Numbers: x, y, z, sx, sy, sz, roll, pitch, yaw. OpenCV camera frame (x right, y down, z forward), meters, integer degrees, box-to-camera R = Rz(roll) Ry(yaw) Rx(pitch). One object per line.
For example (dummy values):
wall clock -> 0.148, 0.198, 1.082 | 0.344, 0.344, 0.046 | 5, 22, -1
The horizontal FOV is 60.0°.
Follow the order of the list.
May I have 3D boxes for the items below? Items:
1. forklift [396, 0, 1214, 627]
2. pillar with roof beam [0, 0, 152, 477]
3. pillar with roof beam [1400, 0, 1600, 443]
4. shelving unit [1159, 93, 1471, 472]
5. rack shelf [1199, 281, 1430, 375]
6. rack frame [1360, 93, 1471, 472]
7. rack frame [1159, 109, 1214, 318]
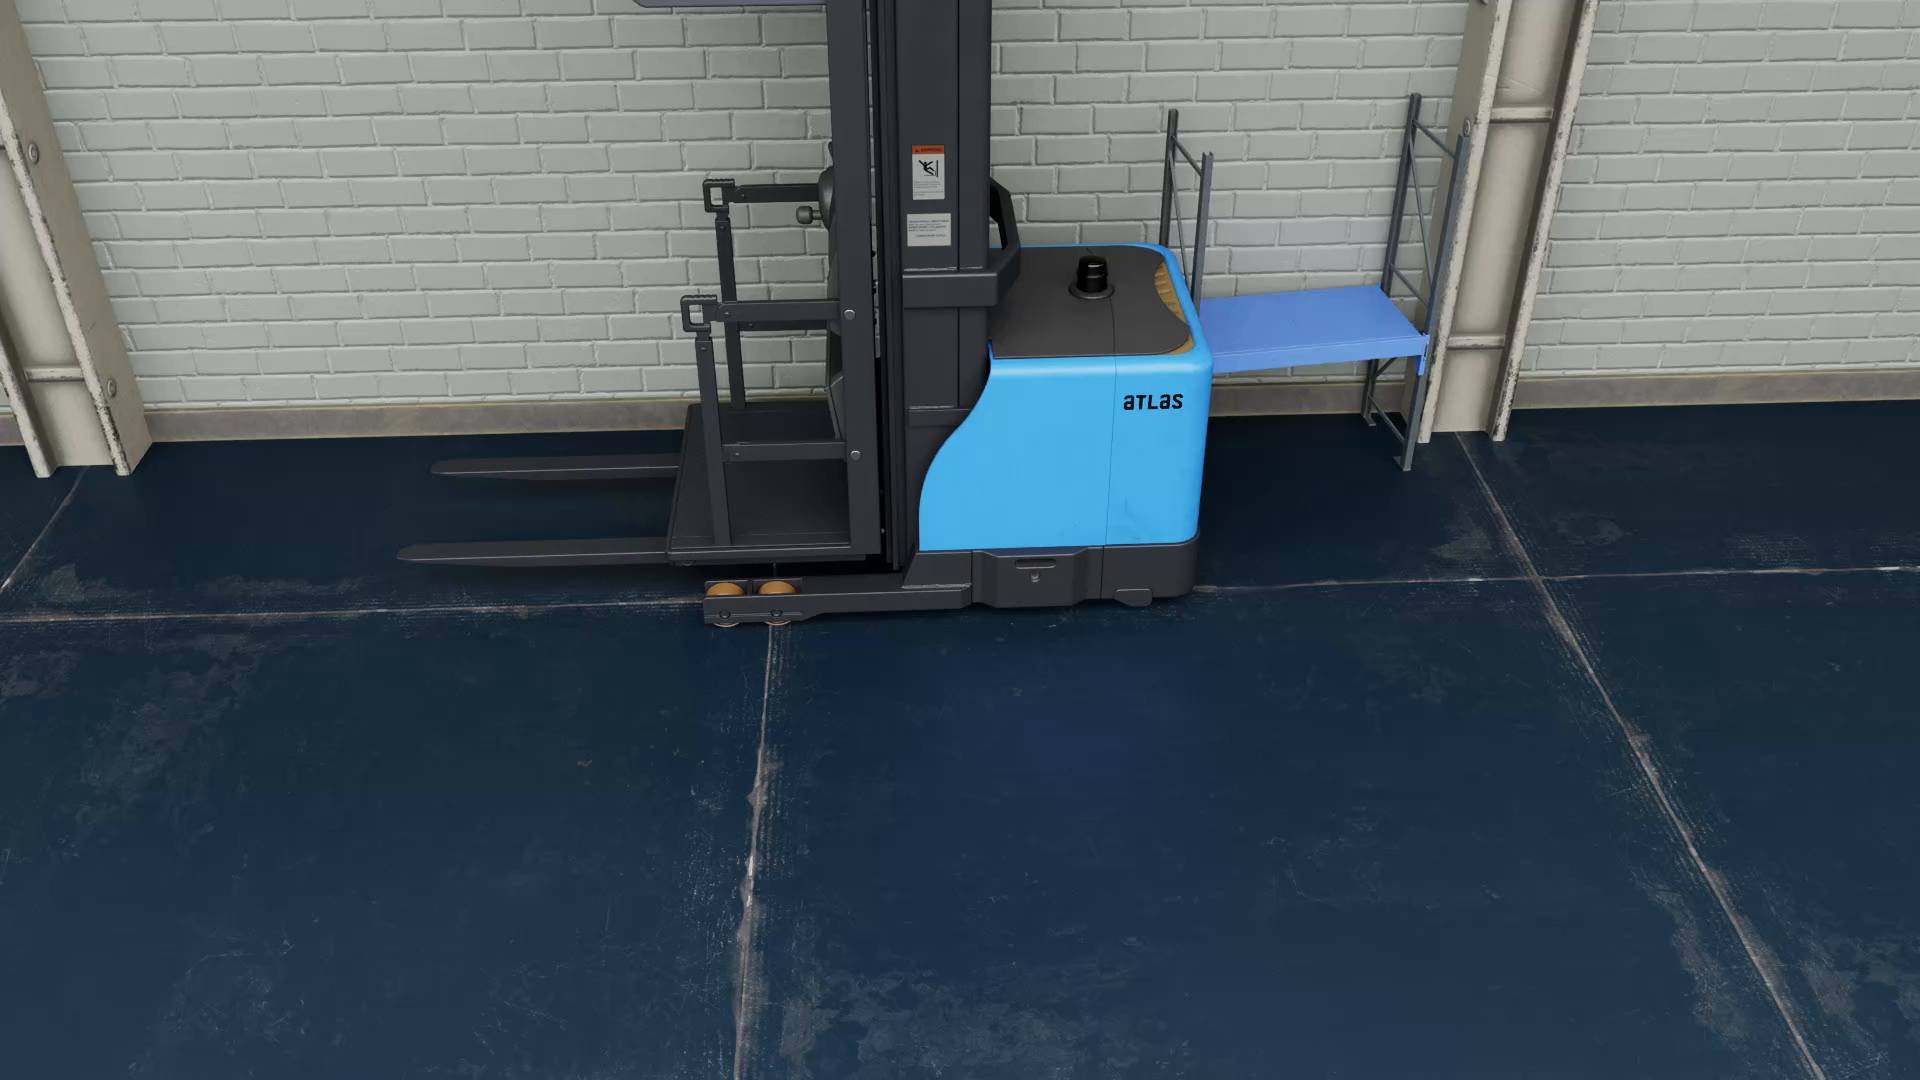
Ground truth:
forklift -> -0.629, -1.187, 5.889 | 3.031, 2.935, 1.130 | -2, 35, -2
pillar with roof beam -> -3.573, -1.615, 1.177 | 0.400, 9.000, 9.100 | -2, 35, -2
pillar with roof beam -> 2.421, -1.777, 1.410 | 0.400, 9.000, 9.100 | -2, 35, -2
shelving unit -> 1.384, -1.001, 6.879 | 1.048, 1.500, 0.538 | -6, 35, -8
rack shelf -> 1.384, -0.853, 6.981 | 1.000, 0.185, 0.538 | -6, 35, -8
rack frame -> 1.884, -1.053, 6.954 | 0.032, 1.500, 0.500 | -6, 35, -8
rack frame -> 0.884, -0.949, 6.804 | 0.032, 1.500, 0.500 | -6, 35, -8
